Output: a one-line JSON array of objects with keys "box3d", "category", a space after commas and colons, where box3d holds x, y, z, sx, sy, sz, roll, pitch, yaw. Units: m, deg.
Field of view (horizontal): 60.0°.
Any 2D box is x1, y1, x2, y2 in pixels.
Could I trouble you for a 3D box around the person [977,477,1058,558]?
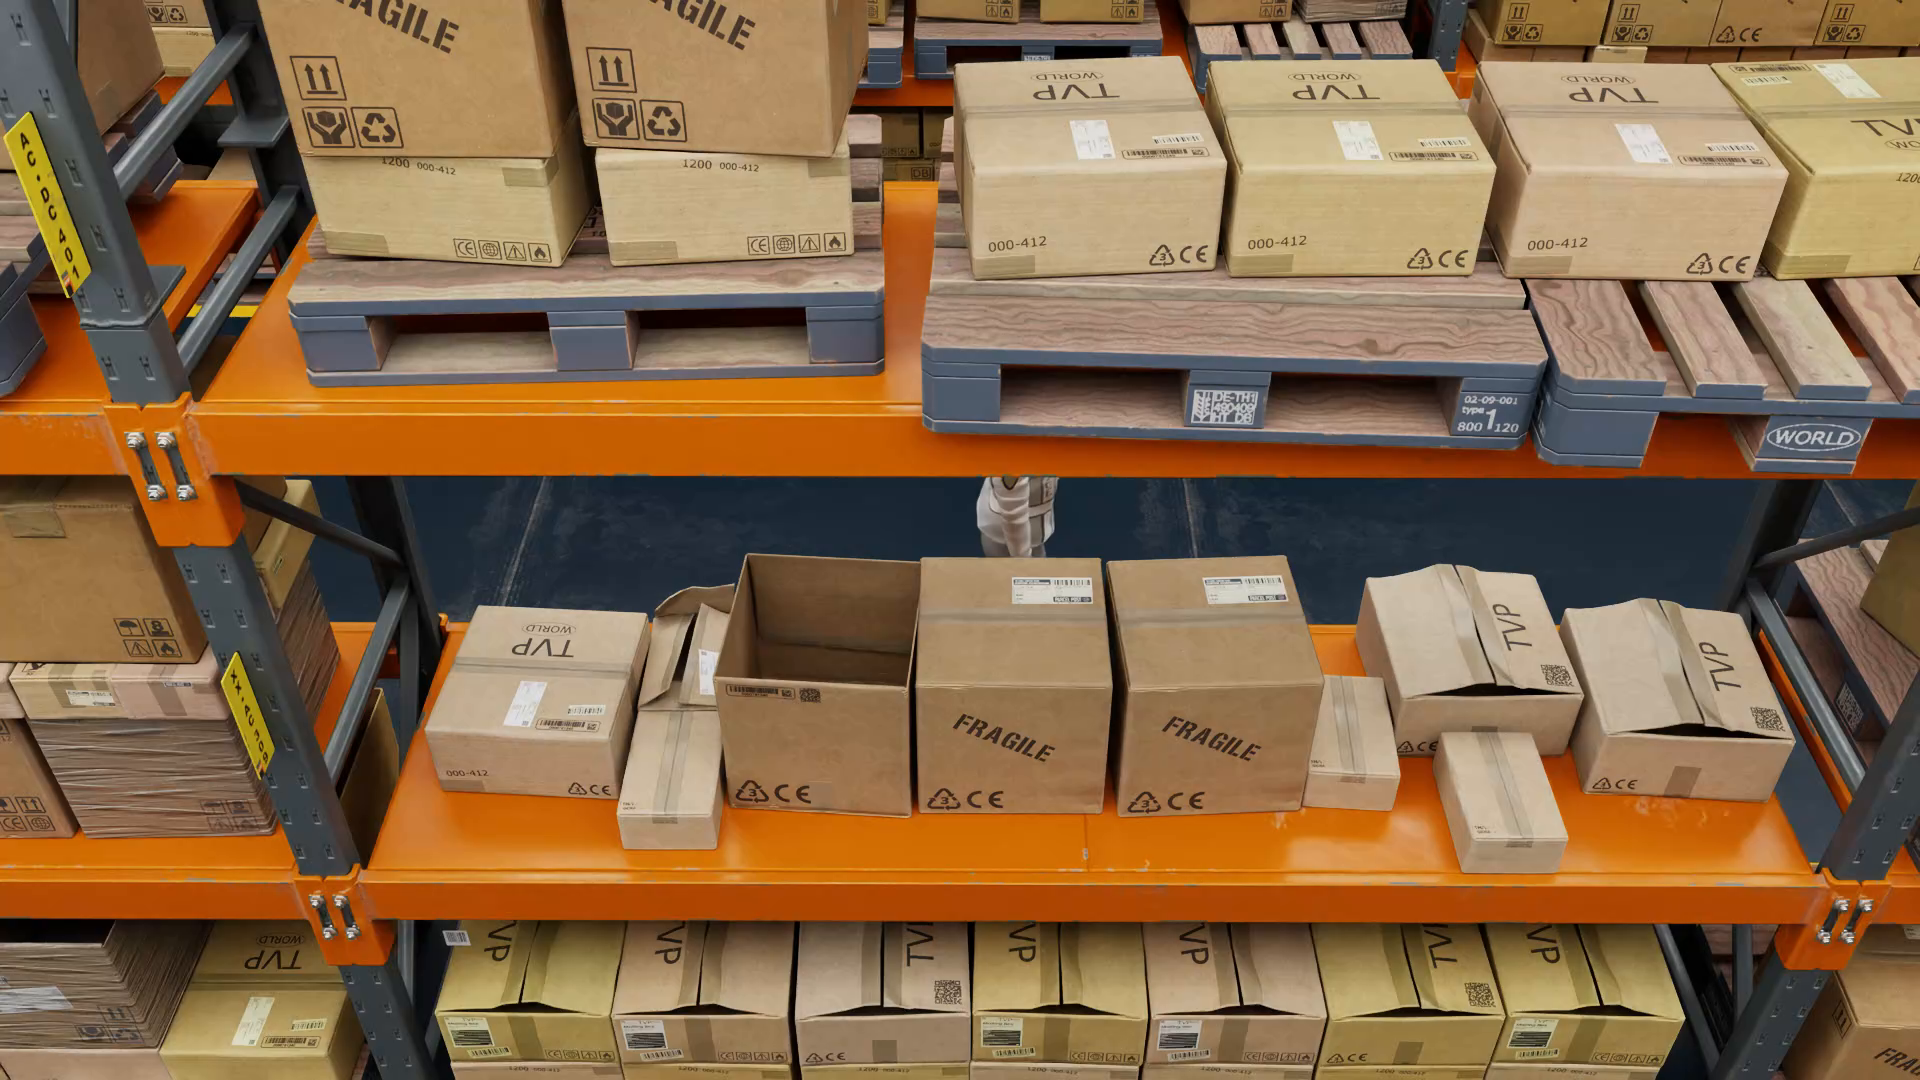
[{"box3d": [0.226, -0.053, 6.222, 0.329, 1.669, 0.468, 1, 40, 1], "category": "person"}]
